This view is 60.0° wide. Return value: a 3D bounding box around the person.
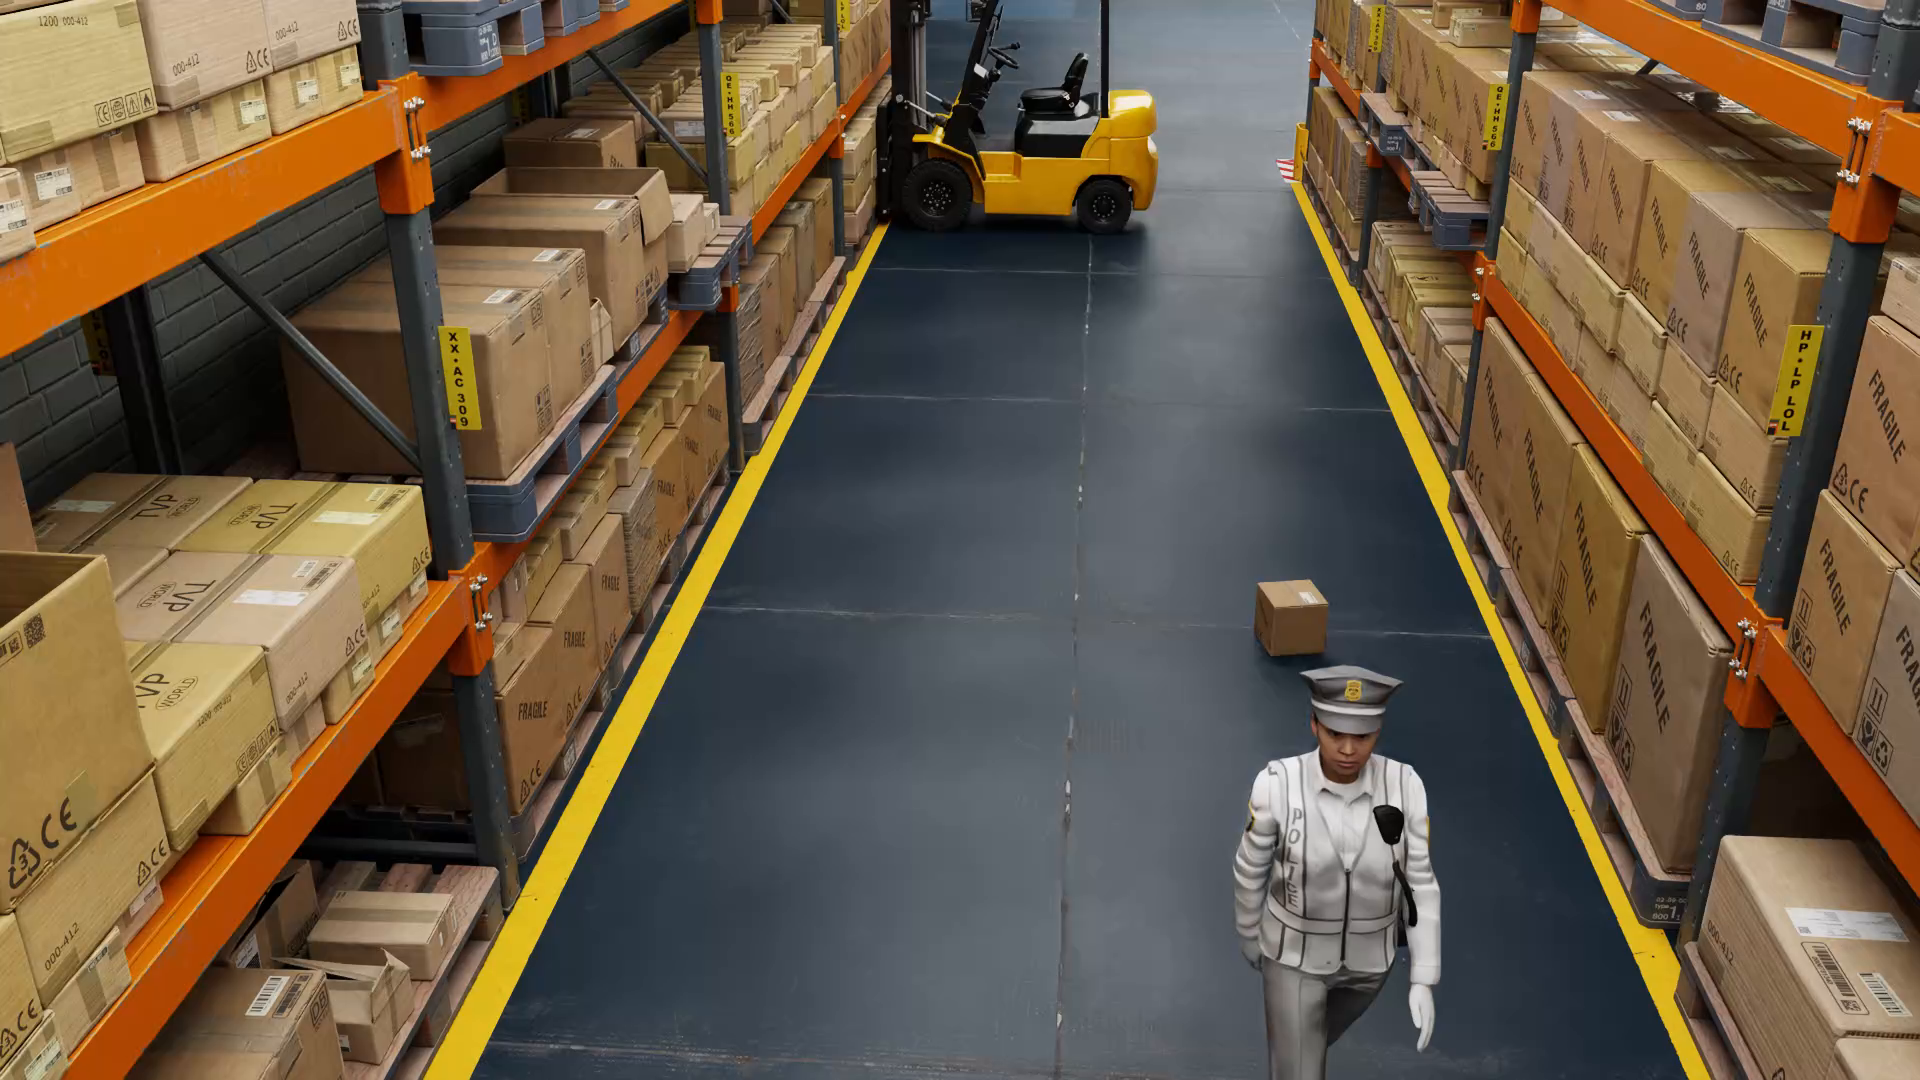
[{"bbox_3d":[0.961,1.058,4.261,0.489,1.638,1.001,-1,25,-3],"label":"person"}]
